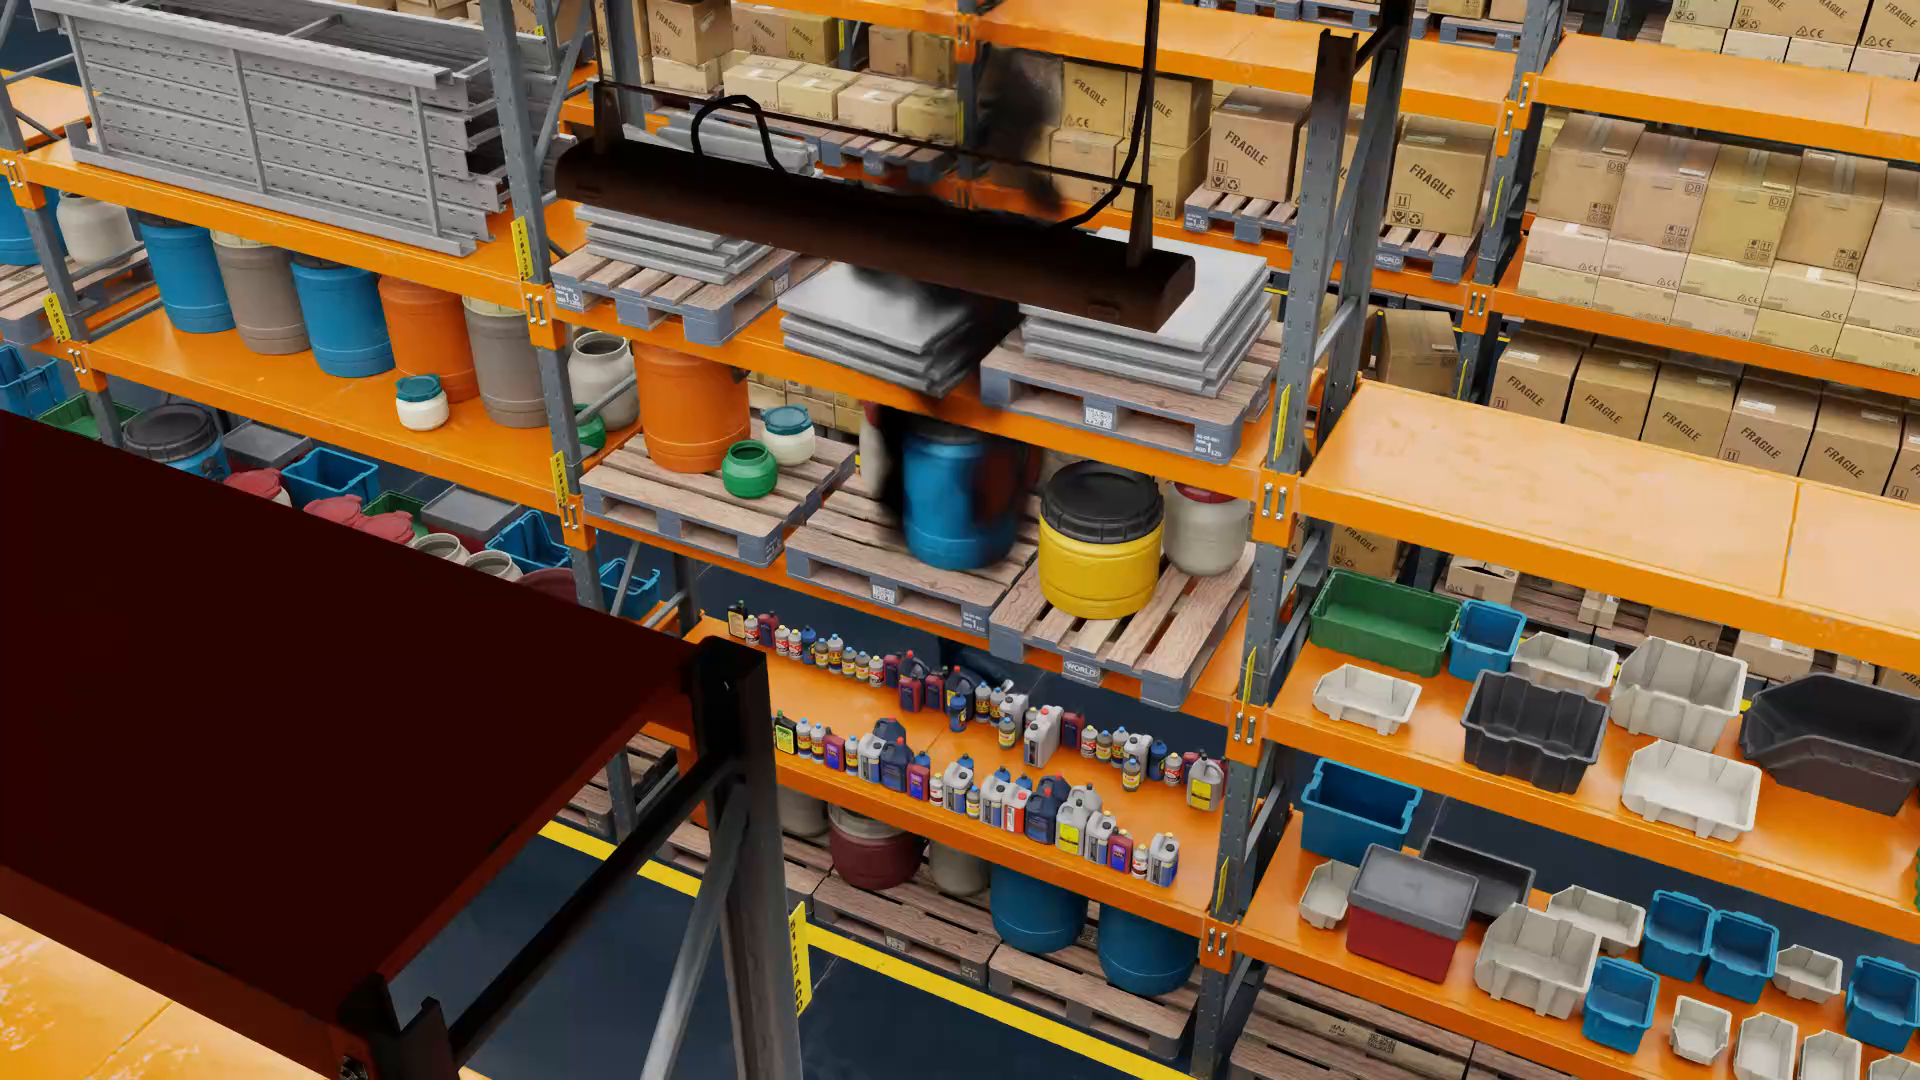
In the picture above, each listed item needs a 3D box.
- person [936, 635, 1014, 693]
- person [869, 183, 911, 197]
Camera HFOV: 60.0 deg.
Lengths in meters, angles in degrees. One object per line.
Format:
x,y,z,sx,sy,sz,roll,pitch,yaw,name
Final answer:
0.056,0.543,11.762,0.790,1.570,0.541,17,38,22,person
-0.689,-3.240,16.976,0.724,1.734,0.704,11,36,15,person
